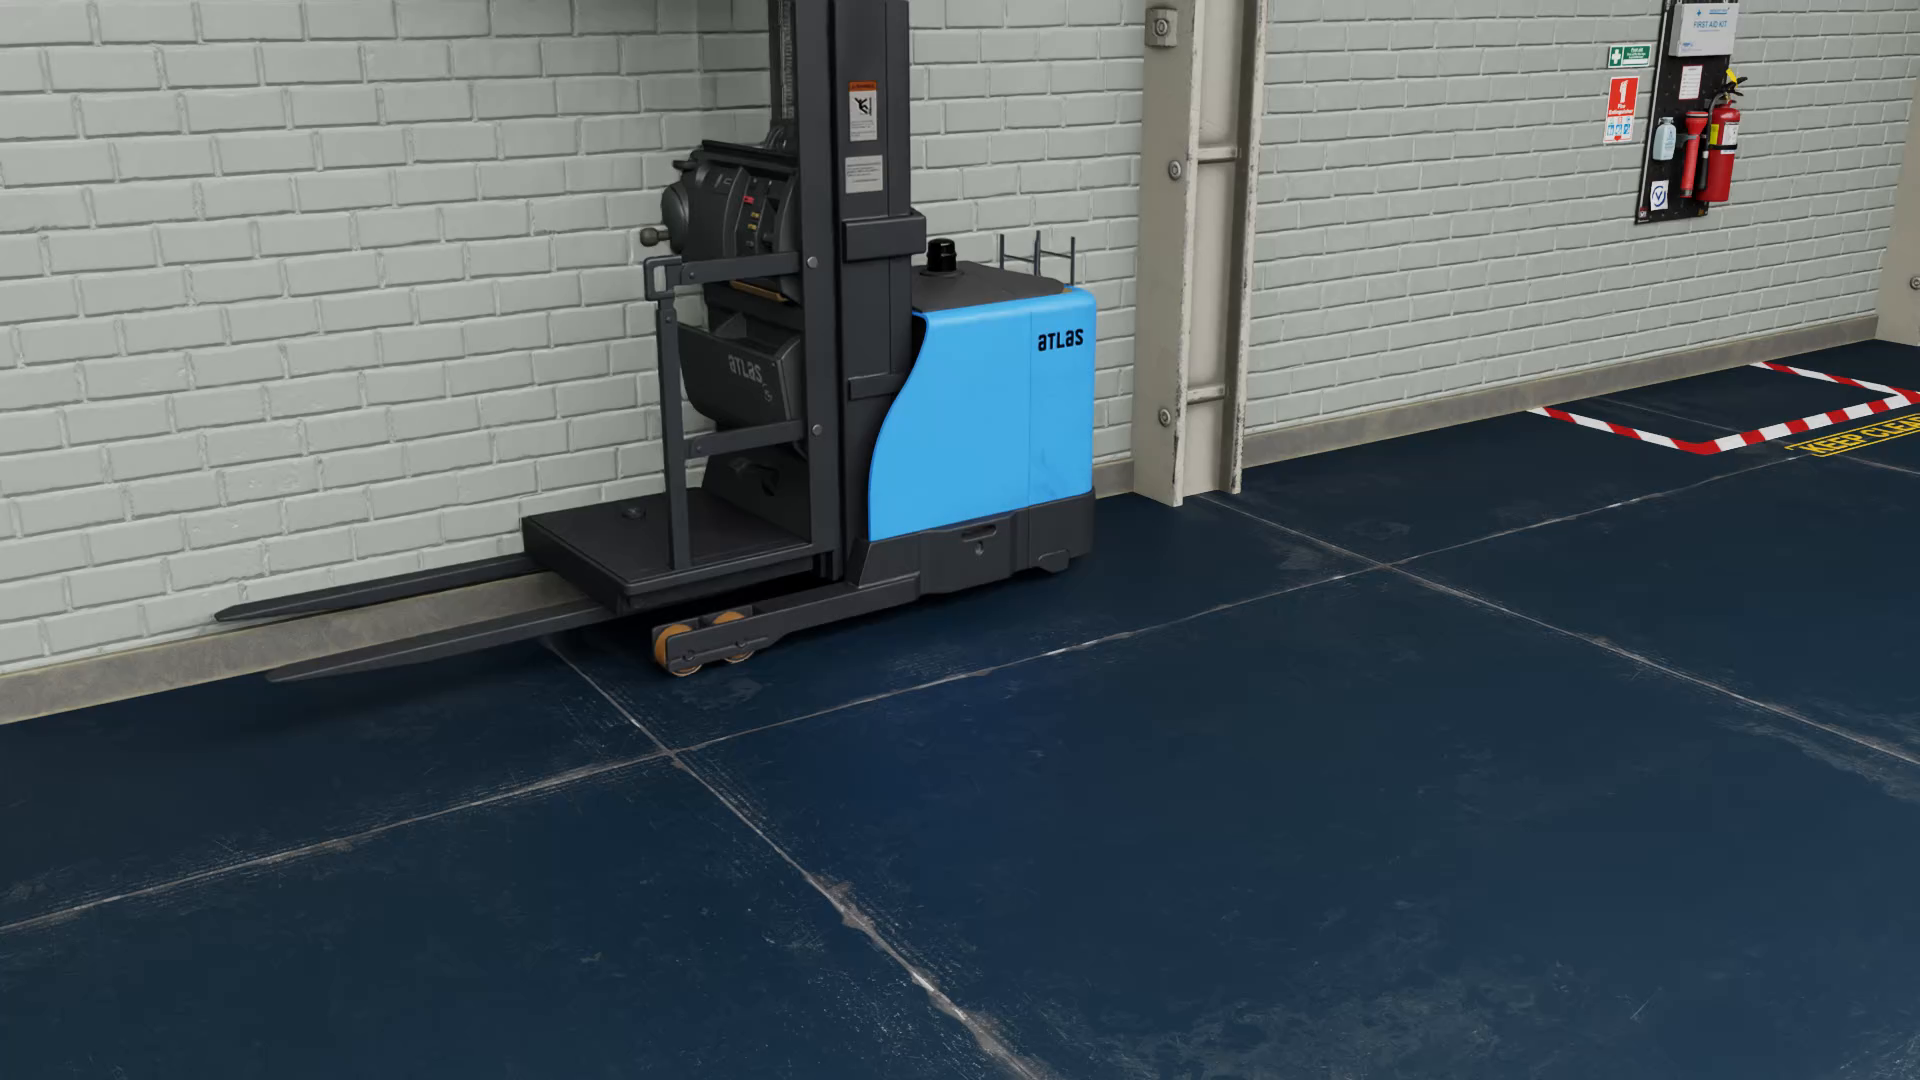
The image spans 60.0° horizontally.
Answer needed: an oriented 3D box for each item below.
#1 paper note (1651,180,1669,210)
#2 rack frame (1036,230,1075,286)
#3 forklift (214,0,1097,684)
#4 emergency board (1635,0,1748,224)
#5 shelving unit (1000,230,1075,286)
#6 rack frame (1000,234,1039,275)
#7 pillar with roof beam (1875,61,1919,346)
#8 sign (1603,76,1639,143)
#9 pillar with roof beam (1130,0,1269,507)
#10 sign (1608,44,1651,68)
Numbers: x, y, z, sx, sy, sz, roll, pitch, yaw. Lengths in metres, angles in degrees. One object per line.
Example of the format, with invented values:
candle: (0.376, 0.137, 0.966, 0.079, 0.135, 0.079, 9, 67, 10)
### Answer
paper note: (3.740, -1.842, 8.884, 0.142, 0.148, 0.016, -12, 22, -31)
rack frame: (0.379, -0.647, 6.785, 0.006, 1.200, 0.240, -13, 23, -34)
forklift: (-0.975, -1.135, 5.526, 3.031, 2.935, 1.130, -13, 23, -34)
emergency board: (3.926, -2.272, 8.781, 0.643, 1.169, 0.194, -12, 22, -31)
shelving unit: (0.305, -0.630, 6.734, 0.189, 1.200, 0.258, -13, 23, -34)
rack frame: (0.231, -0.613, 6.683, 0.006, 1.200, 0.240, -13, 23, -34)
pillar with roof beam: (8.379, -4.387, 5.671, 0.400, 9.000, 9.100, -12, 22, -31)
sign: (3.407, -2.219, 8.568, 0.234, 0.329, 0.001, -12, 22, -31)
pillar with roof beam: (3.367, -3.330, 2.545, 0.400, 9.000, 9.100, -12, 22, -31)
sign: (3.416, -2.468, 8.479, 0.331, 0.109, 0.001, -12, 22, -31)
